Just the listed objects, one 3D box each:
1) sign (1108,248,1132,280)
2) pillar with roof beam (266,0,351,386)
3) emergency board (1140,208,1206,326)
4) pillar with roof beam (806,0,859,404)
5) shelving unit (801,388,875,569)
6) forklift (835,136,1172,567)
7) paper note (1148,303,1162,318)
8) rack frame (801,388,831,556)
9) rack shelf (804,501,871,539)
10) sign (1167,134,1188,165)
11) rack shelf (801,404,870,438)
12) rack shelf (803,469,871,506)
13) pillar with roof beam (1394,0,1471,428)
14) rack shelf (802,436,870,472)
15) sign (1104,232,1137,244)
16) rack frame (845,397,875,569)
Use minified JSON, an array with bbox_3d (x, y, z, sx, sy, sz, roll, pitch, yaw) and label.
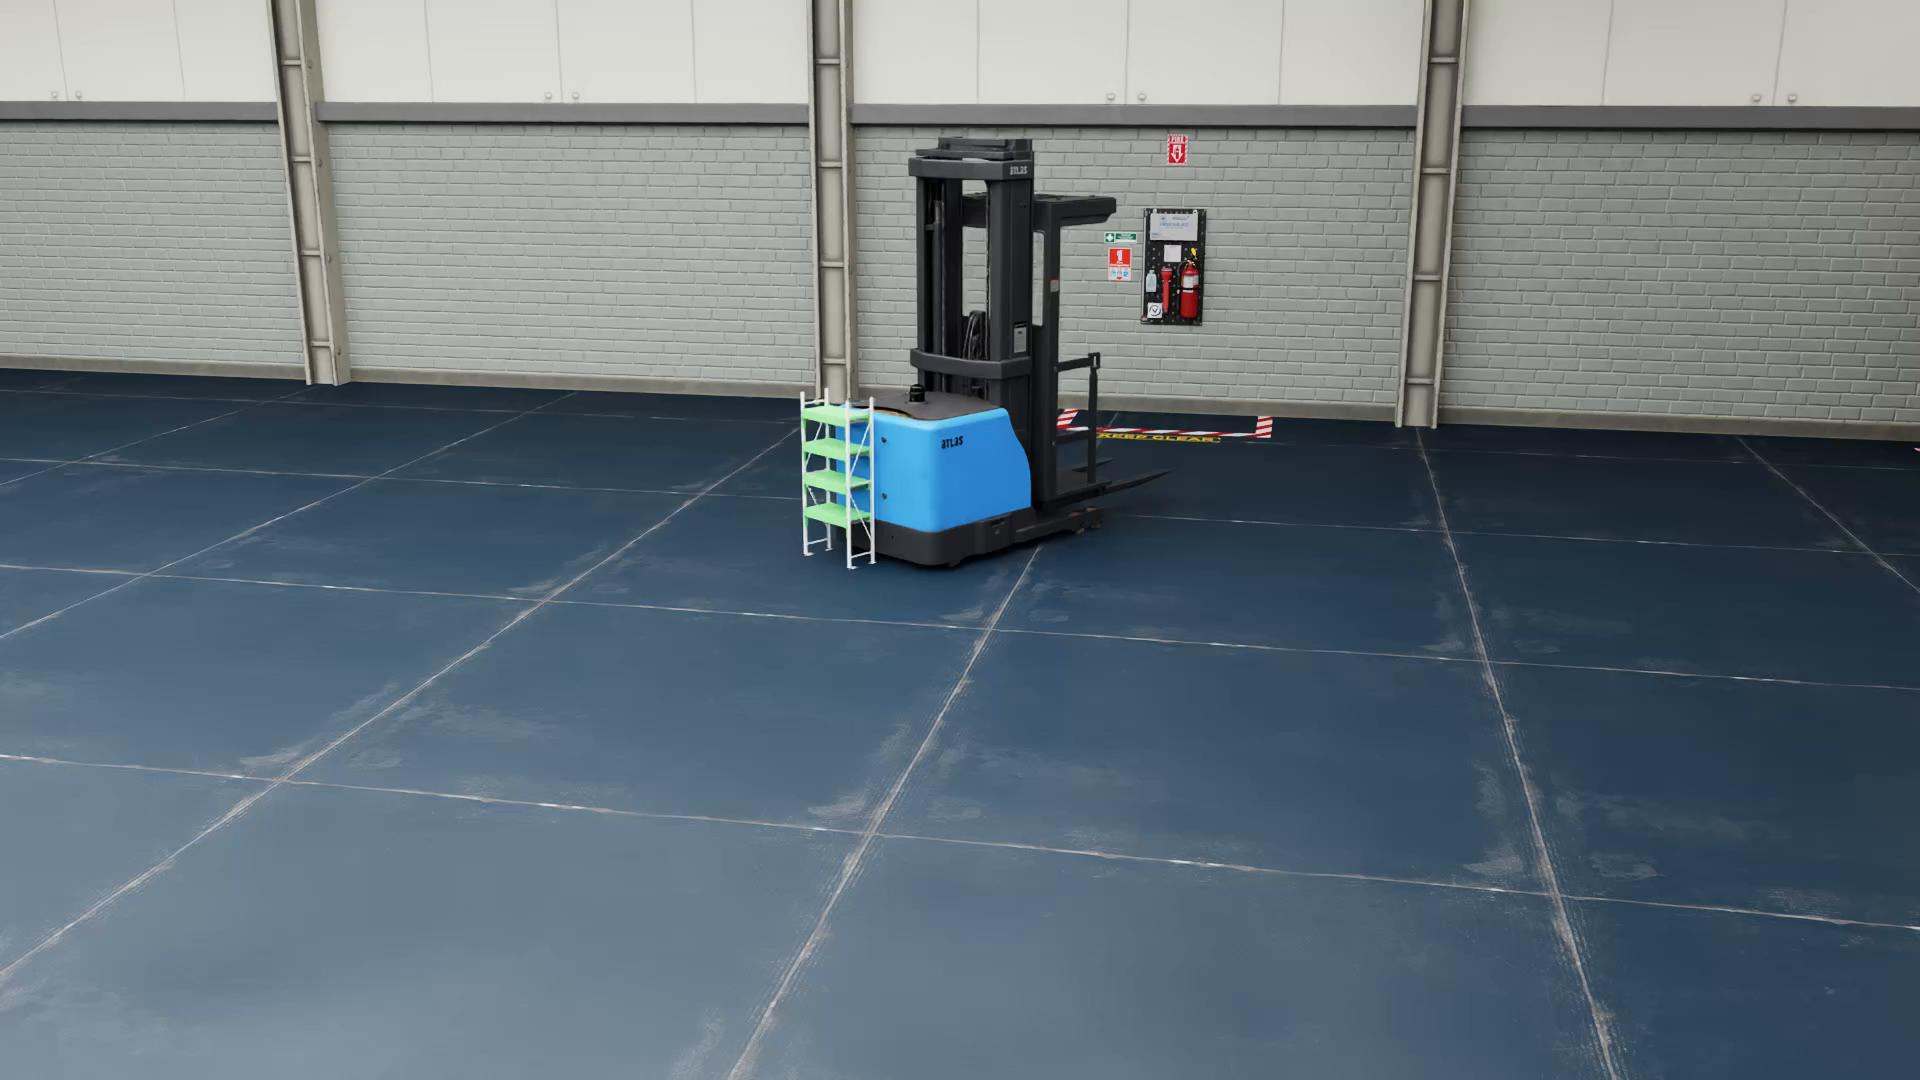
[{"bbox_3d":[1.631,-2.818,16.978,0.234,0.329,0.001,3,16,11],"label":"sign"},{"bbox_3d":[-8.051,-5.006,13.707,0.400,9.000,9.100,3,16,11],"label":"pillar with roof beam"},{"bbox_3d":[2.152,-2.744,16.779,0.643,1.169,0.194,3,16,11],"label":"emergency board"},{"bbox_3d":[-2.172,-4.687,12.555,0.400,9.000,9.100,3,16,11],"label":"pillar with roof beam"},{"bbox_3d":[-0.869,-0.441,11.835,0.258,1.200,0.503,-14,21,-42],"label":"shelving unit"},{"bbox_3d":[0.465,-1.543,12.570,1.130,2.935,3.031,14,21,42],"label":"forklift"},{"bbox_3d":[1.992,-2.347,16.996,0.142,0.148,0.016,3,16,11],"label":"paper note"},{"bbox_3d":[-1.038,-0.488,12.004,0.240,1.200,0.015,-14,21,-42],"label":"rack frame"},{"bbox_3d":[-0.870,-0.148,11.915,0.258,0.148,0.480,-14,21,-42],"label":"rack shelf"},{"bbox_3d":[2.164,-3.888,16.566,0.199,0.298,0.001,3,16,11],"label":"sign"},{"bbox_3d":[-0.867,-0.843,11.725,0.258,0.148,0.480,-14,21,-42],"label":"rack shelf"},{"bbox_3d":[-0.869,-0.380,11.852,0.258,0.148,0.480,-14,21,-42],"label":"rack shelf"},{"bbox_3d":[3.708,-4.368,11.402,0.400,9.000,9.100,3,16,11],"label":"pillar with roof beam"},{"bbox_3d":[-0.868,-0.611,11.788,0.258,0.148,0.480,-14,21,-42],"label":"rack shelf"},{"bbox_3d":[1.633,-3.071,16.898,0.331,0.109,0.001,3,16,11],"label":"sign"},{"bbox_3d":[-0.700,-0.394,11.665,0.240,1.200,0.015,-14,21,-42],"label":"rack frame"}]
